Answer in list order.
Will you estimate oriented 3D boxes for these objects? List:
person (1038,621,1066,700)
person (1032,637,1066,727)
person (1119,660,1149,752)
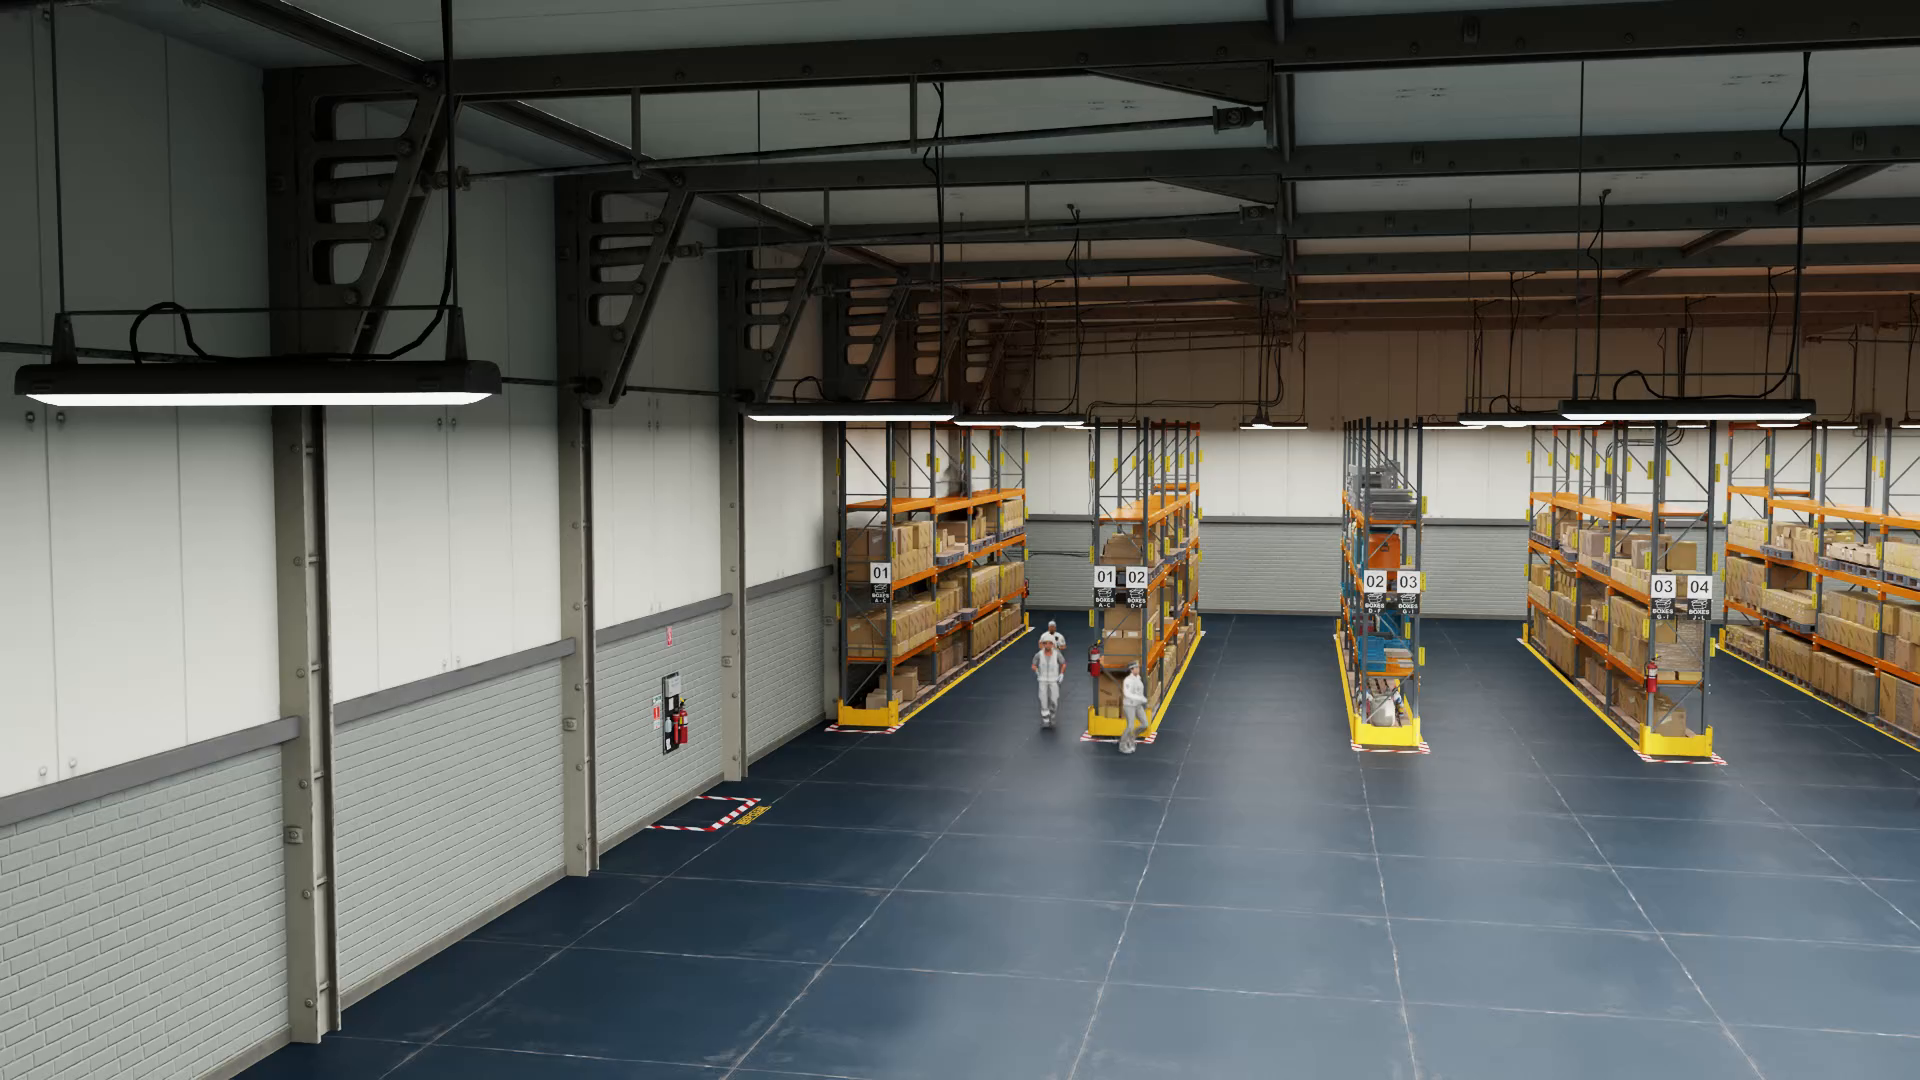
[{"bbox_3d":[1.976,2.565,35.766,0.615,1.643,0.918,0,4,7],"label":"person"},{"bbox_3d":[1.702,2.751,32.072,0.665,1.758,0.552,0,4,6],"label":"person"},{"bbox_3d":[3.141,2.963,29.674,0.632,1.674,0.646,3,5,41],"label":"person"}]
